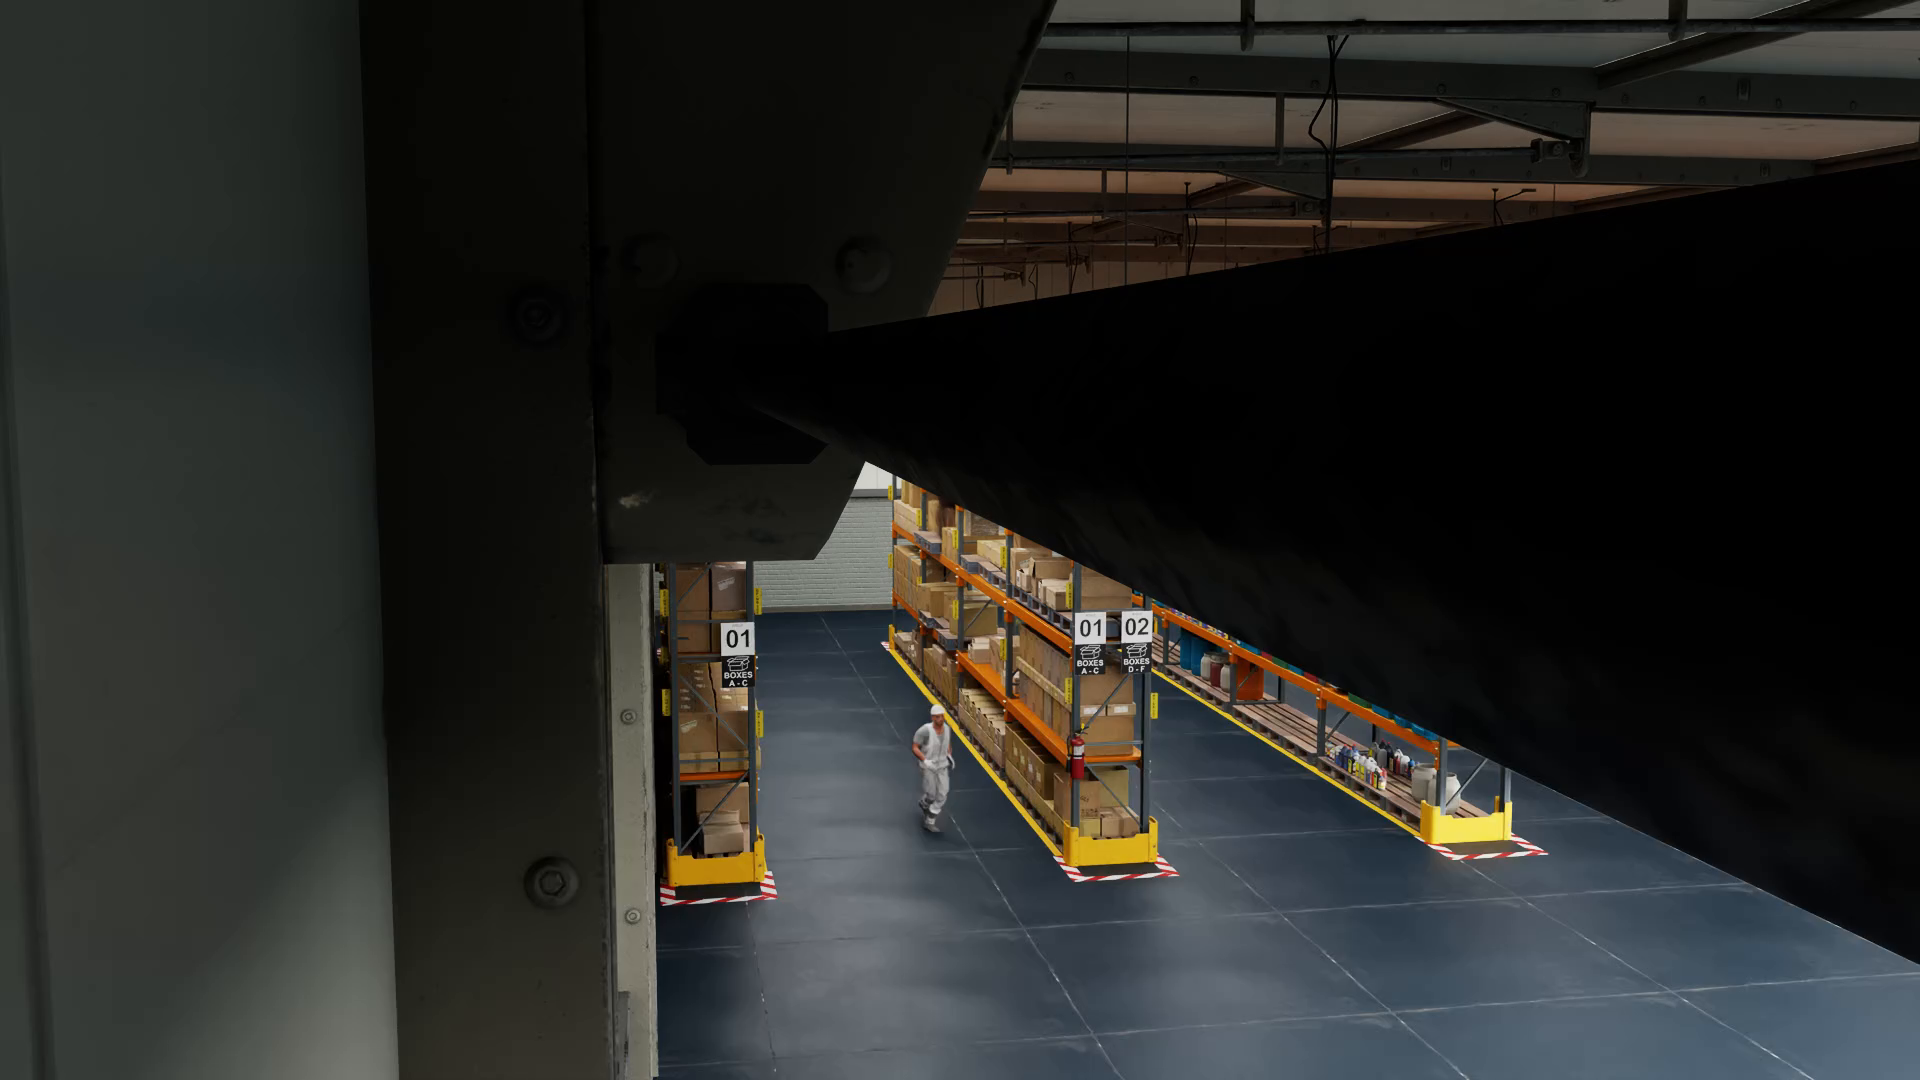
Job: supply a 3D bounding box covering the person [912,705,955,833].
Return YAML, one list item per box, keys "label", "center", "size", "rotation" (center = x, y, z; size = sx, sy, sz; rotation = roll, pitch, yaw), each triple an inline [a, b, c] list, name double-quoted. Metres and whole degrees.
- label: "person"
  center: [-0.401, 3.050, 22.471]
  size: [0.640, 1.737, 0.676]
  rotation: [-3, 7, -26]
